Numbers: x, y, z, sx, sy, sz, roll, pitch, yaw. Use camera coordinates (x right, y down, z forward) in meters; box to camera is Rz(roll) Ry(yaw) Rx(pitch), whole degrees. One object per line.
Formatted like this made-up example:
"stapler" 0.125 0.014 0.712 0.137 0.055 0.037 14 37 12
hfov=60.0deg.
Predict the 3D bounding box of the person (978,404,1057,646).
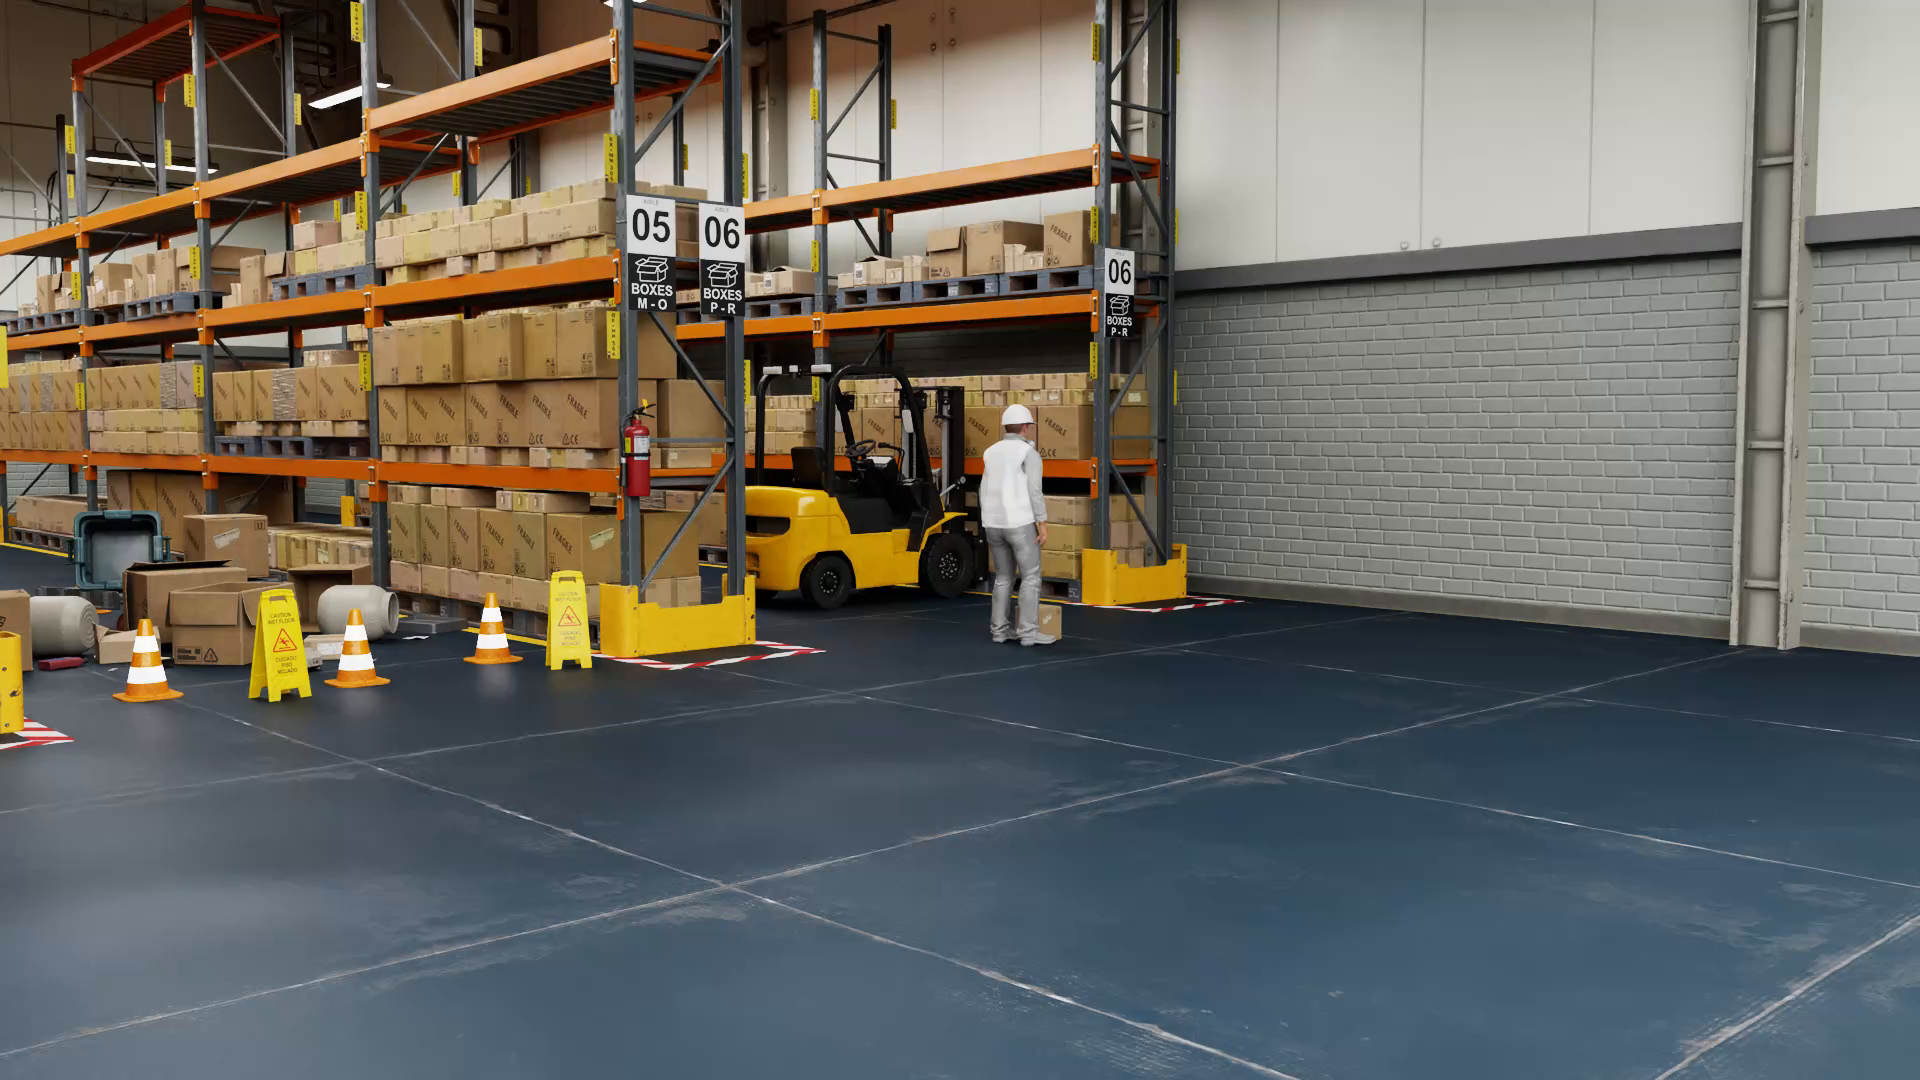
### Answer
"person" 0.403 -0.120 12.348 0.591 1.770 0.465 4 5 42
